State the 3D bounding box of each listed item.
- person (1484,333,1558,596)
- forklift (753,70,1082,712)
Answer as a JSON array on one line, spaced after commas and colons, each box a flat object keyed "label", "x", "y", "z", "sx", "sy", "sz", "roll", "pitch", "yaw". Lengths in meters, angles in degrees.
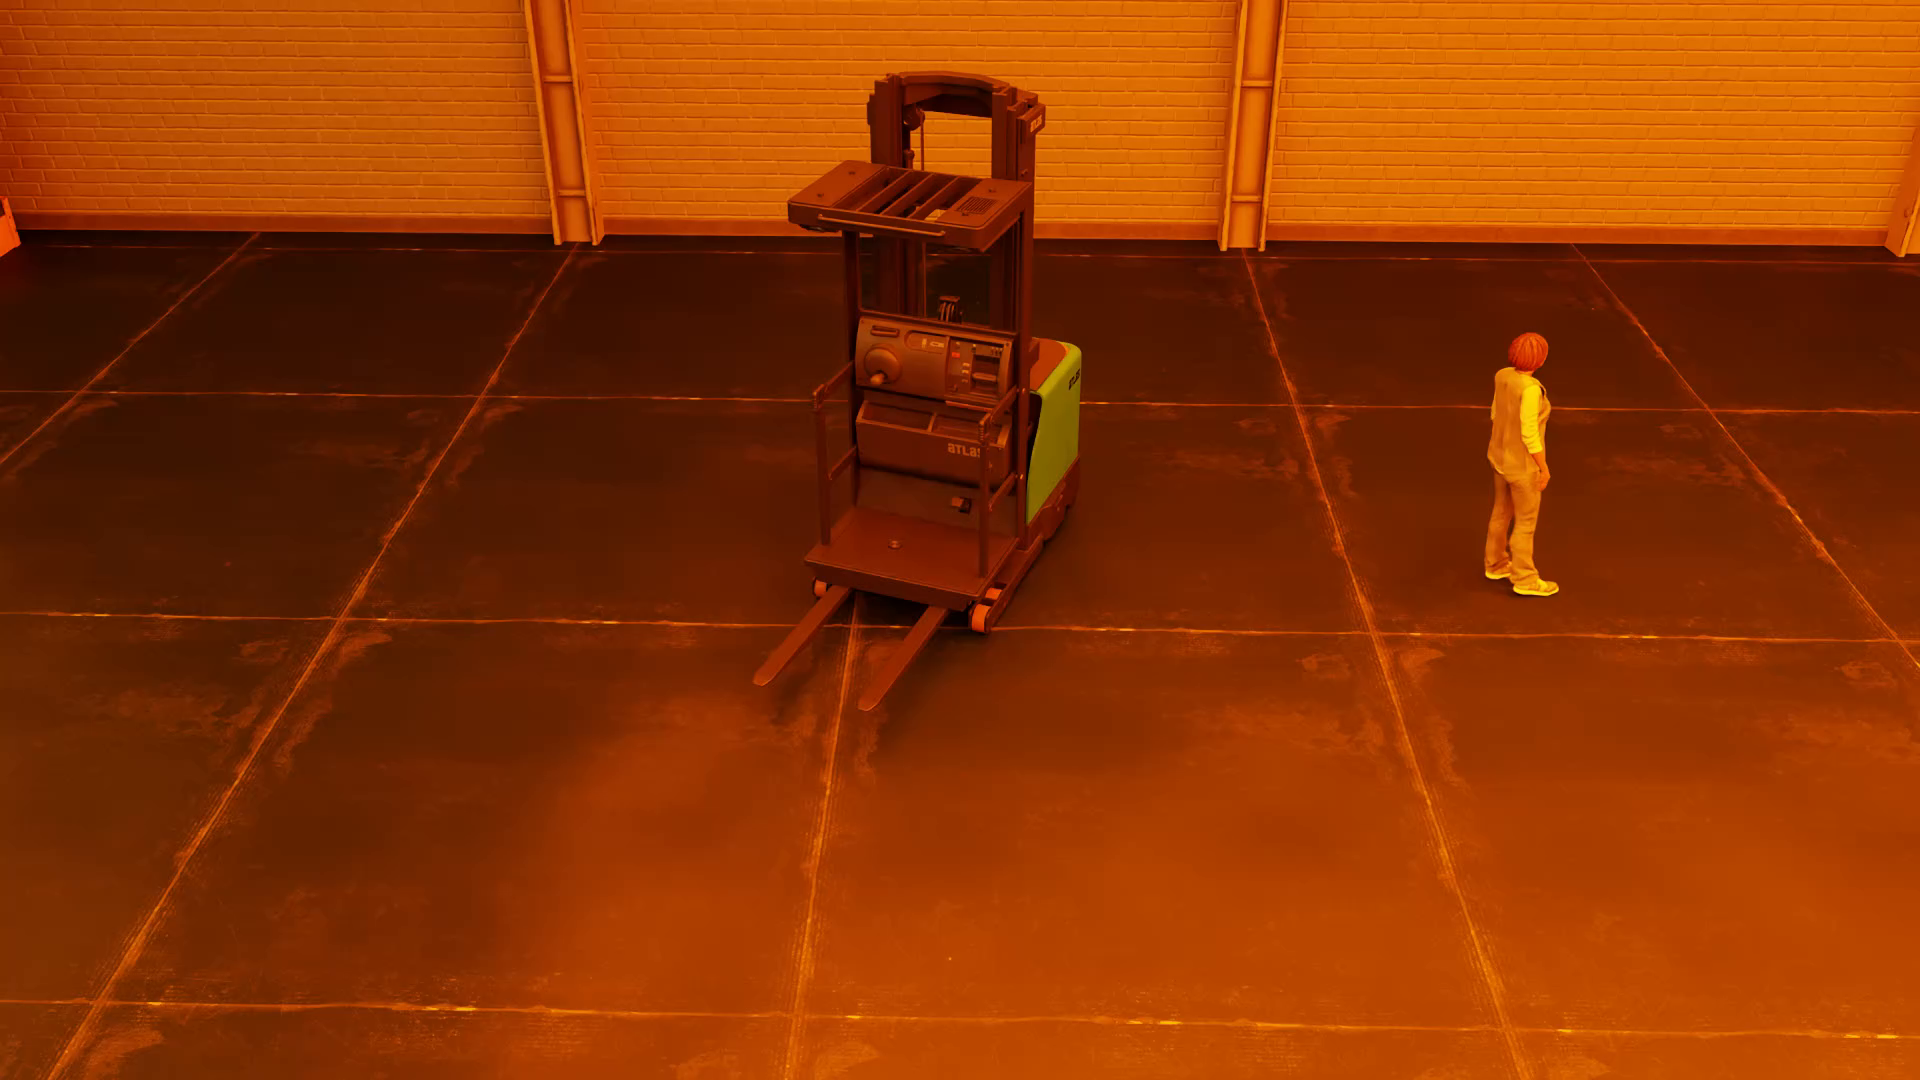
[{"label": "person", "x": 3.311, "y": -0.457, "z": 9.696, "sx": 0.461, "sy": 1.603, "sz": 0.509, "roll": -6, "pitch": 31, "yaw": -10}, {"label": "forklift", "x": -0.230, "y": -0.966, "z": 9.252, "sx": 1.130, "sy": 2.935, "sz": 3.031, "roll": 11, "pitch": 32, "yaw": 18}]
